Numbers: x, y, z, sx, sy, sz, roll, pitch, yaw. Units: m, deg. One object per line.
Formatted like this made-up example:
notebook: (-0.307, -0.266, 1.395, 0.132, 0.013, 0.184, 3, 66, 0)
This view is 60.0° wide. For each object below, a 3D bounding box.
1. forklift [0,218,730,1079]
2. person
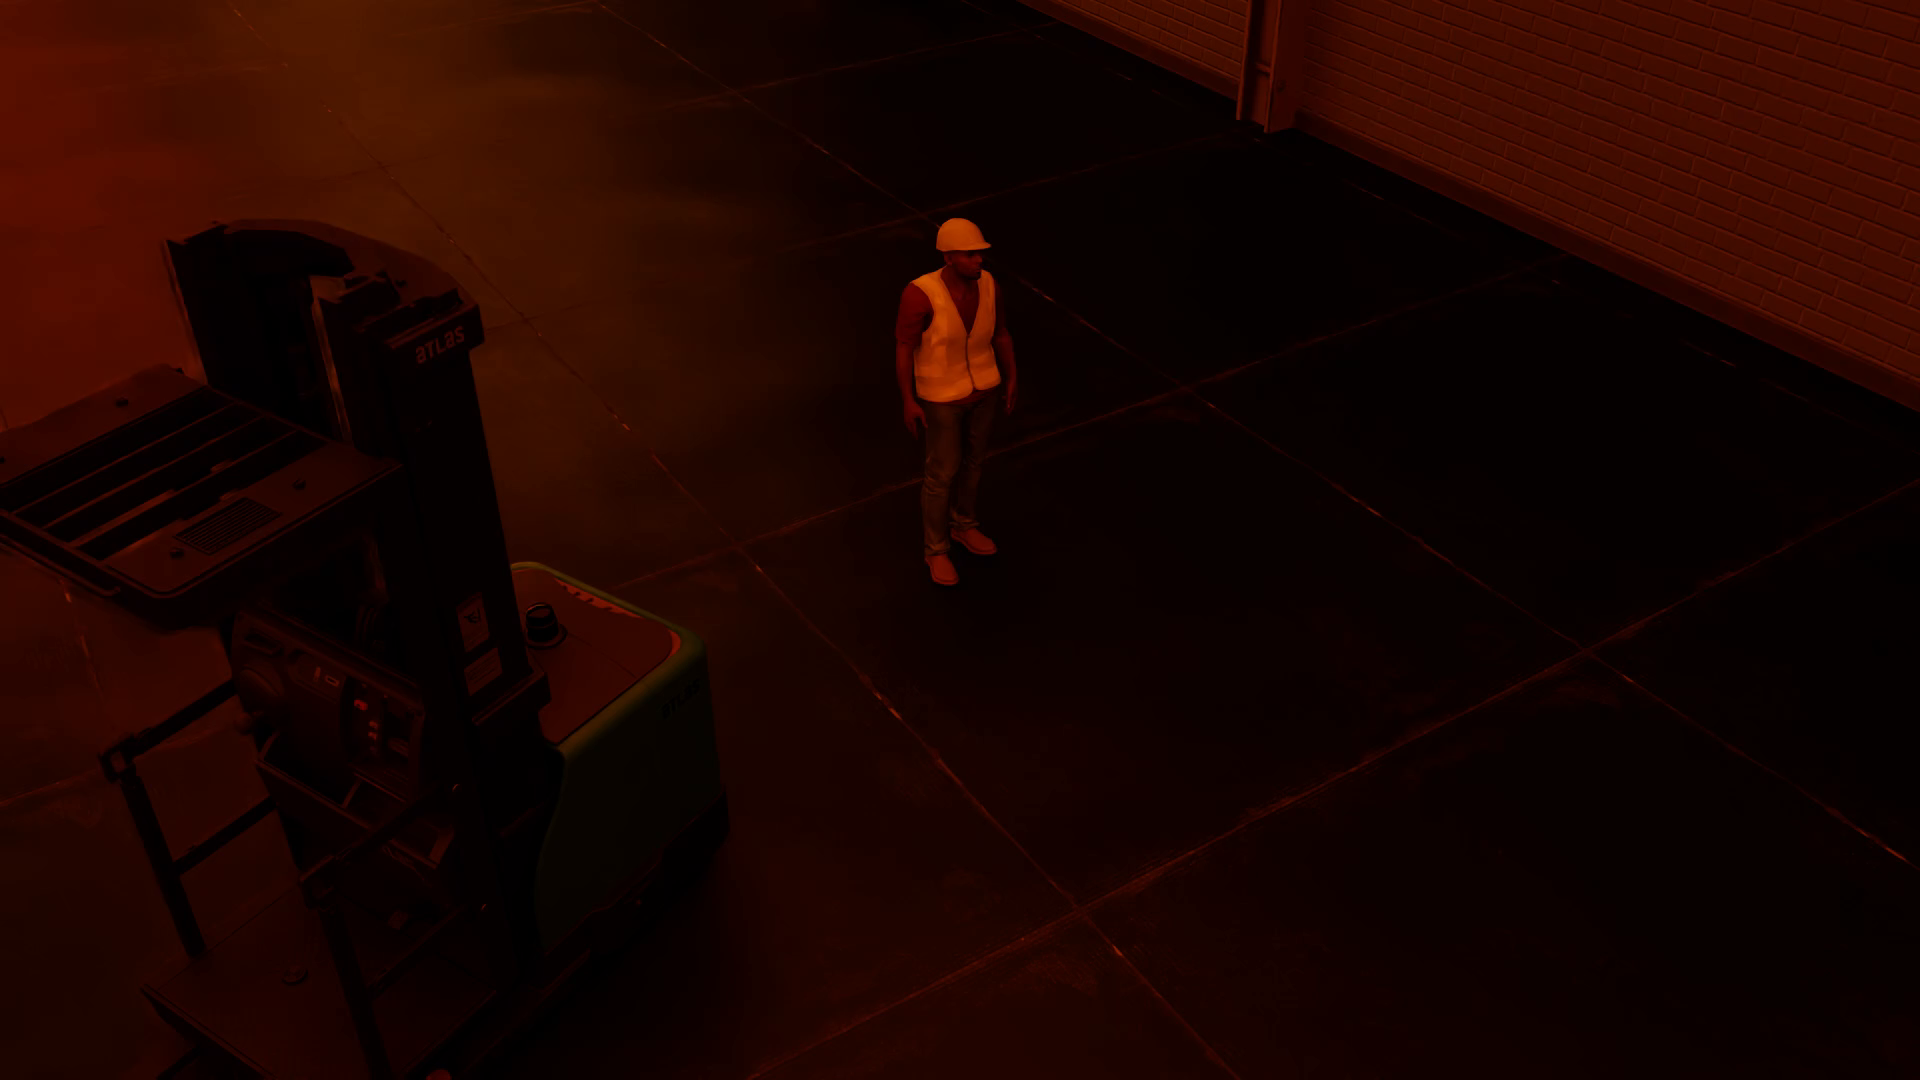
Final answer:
forklift: (-2.184, 0.601, 5.293, 1.130, 2.935, 3.031, 21, 40, 27)
person: (0.034, -0.692, 8.135, 0.665, 1.766, 0.574, -21, 40, -27)
